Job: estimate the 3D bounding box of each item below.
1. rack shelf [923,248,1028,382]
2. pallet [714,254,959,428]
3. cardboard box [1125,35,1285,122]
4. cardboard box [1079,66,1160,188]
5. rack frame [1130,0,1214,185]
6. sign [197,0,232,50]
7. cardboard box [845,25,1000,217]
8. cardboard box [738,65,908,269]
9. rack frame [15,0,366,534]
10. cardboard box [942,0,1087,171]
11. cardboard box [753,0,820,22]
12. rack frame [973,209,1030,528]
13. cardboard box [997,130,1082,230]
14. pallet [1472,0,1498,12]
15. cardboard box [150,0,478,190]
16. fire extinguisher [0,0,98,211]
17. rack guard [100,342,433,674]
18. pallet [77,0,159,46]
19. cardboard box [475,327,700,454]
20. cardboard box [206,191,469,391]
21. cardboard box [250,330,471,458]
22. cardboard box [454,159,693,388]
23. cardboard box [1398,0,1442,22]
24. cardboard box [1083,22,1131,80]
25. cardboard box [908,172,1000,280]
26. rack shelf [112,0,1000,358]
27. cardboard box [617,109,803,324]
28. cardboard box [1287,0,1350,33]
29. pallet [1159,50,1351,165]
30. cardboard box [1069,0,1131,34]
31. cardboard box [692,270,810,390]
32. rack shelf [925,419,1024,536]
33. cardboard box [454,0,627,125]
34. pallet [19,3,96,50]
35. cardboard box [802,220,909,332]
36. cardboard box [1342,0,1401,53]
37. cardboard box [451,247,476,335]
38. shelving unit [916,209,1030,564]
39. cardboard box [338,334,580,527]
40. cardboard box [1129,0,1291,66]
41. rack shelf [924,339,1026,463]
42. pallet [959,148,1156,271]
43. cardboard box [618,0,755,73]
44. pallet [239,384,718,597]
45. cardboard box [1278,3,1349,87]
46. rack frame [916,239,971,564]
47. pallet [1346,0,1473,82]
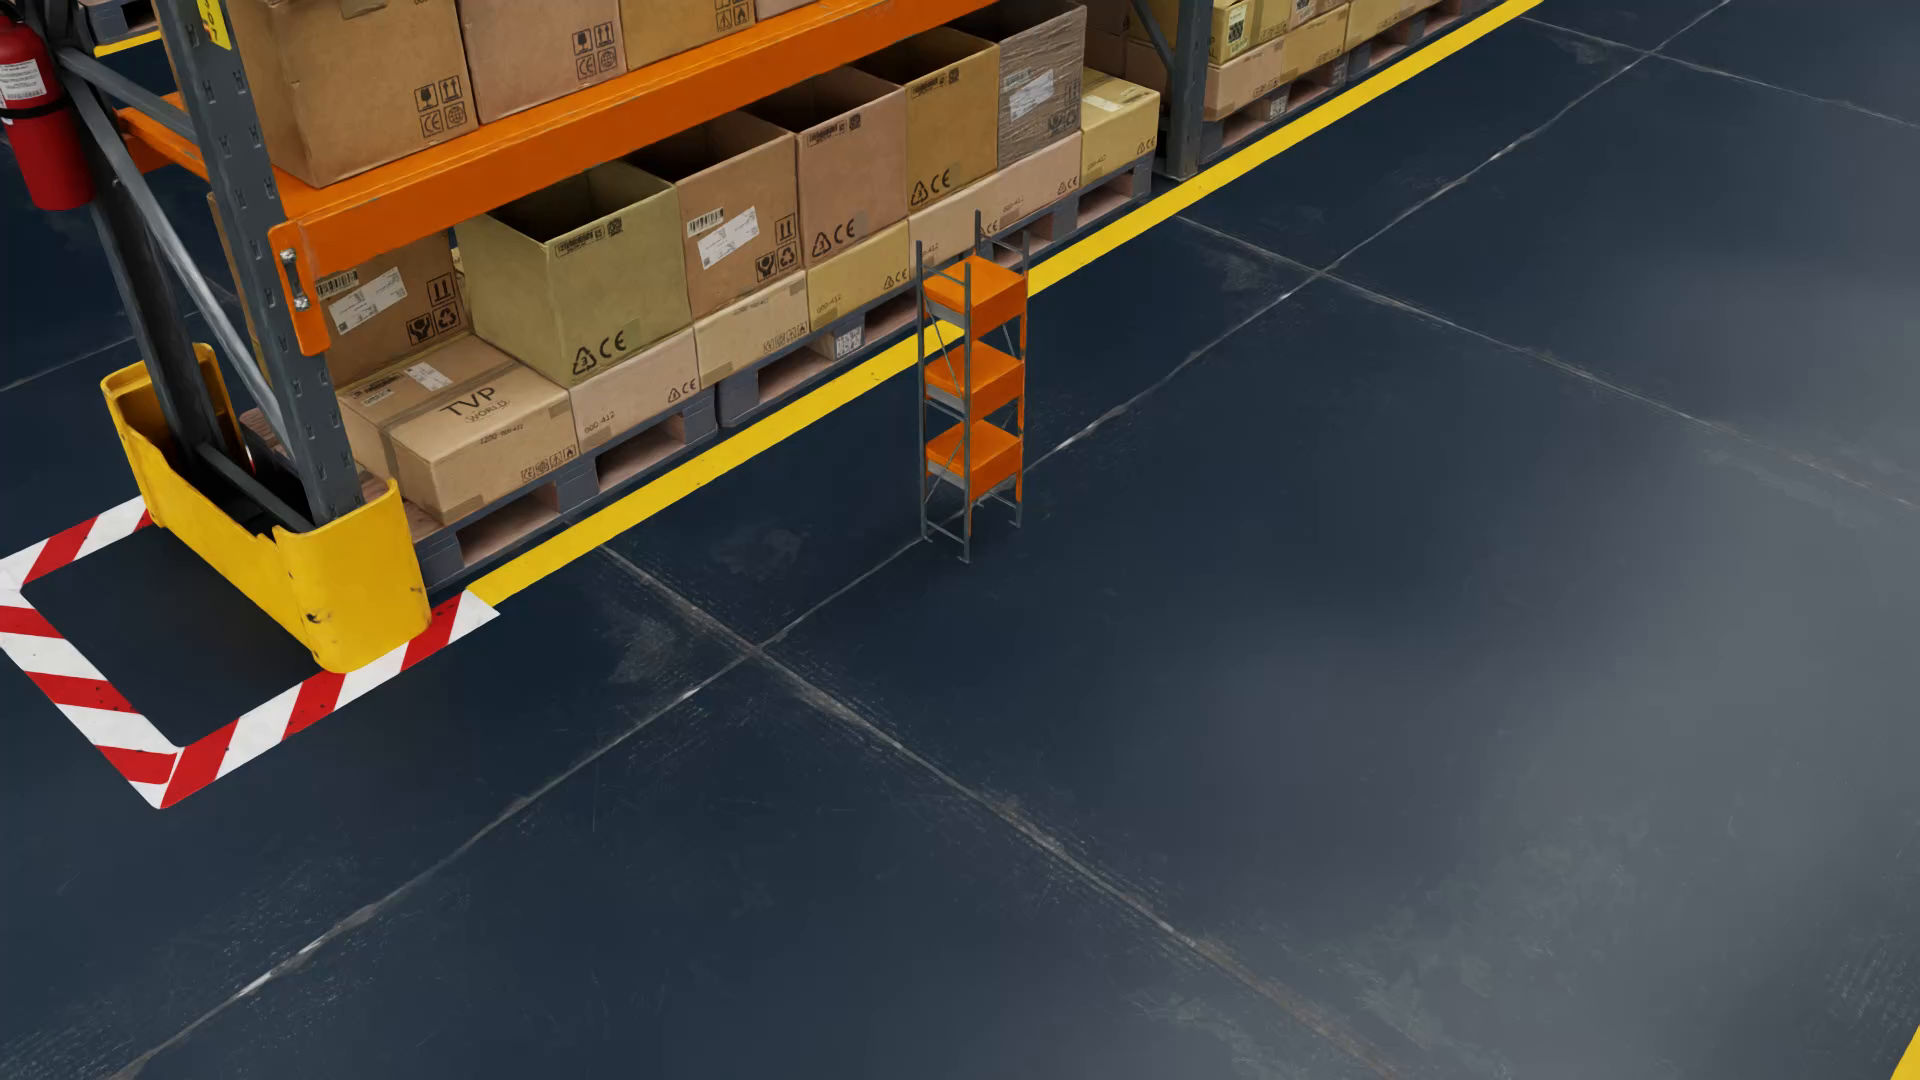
[{"bbox_3d":[0.036,-0.649,4.784,0.215,0.259,0.240,30,47,32],"label":"rack shelf"},{"bbox_3d":[-0.765,-0.944,6.268,1.003,0.211,1.213,30,47,32],"label":"pallet"},{"bbox_3d":[1.081,-2.116,7.373,0.500,0.250,0.500,28,47,31],"label":"cardboard box"},{"bbox_3d":[0.474,-1.730,6.887,0.500,0.250,0.500,30,47,32],"label":"cardboard box"},{"bbox_3d":[0.626,-2.947,6.546,1.000,3.000,0.127,30,47,32],"label":"rack frame"},{"bbox_3d":[-1.667,-1.243,3.644,0.100,0.325,0.005,30,47,32],"label":"sign"},{"bbox_3d":[-0.206,-1.567,6.080,0.500,0.500,0.500,30,47,32],"label":"cardboard box"},{"bbox_3d":[-0.533,-1.332,5.784,0.500,0.500,0.500,30,47,32],"label":"cardboard box"},{"bbox_3d":[-2.073,-1.109,4.235,1.000,3.000,0.127,30,47,32],"label":"rack frame"},{"bbox_3d":[0.128,-1.799,6.371,0.500,0.500,0.500,30,47,32],"label":"cardboard box"},{"bbox_3d":[-0.706,-2.070,5.362,0.700,0.500,0.500,31,48,33],"label":"cardboard box"},{"bbox_3d":[0.118,-0.492,5.025,0.200,1.050,0.008,30,47,32],"label":"rack frame"},{"bbox_3d":[0.130,-1.504,6.604,0.500,0.250,0.500,30,47,32],"label":"cardboard box"},{"bbox_3d":[2.740,-3.331,9.269,1.003,0.211,1.213,30,47,32],"label":"pallet"},{"bbox_3d":[-1.748,-1.357,4.466,0.700,0.500,0.500,30,47,32],"label":"cardboard box"},{"bbox_3d":[-2.496,-1.219,4.436,0.296,0.674,0.183,30,47,32],"label":"fire extinguisher"},{"bbox_3d":[-2.089,-0.120,4.999,1.175,0.500,0.348,30,47,32],"label":"rack guard"},{"bbox_3d":[-4.283,-3.047,8.912,1.003,0.211,1.213,30,47,32],"label":"pallet"},{"bbox_3d":[-1.212,-0.581,5.443,0.500,0.250,0.500,30,47,32],"label":"cardboard box"},{"bbox_3d":[-1.931,-0.862,5.193,0.500,0.500,0.500,30,47,32],"label":"cardboard box"},{"bbox_3d":[-1.929,-0.568,5.426,0.500,0.250,0.500,30,47,32],"label":"cardboard box"},{"bbox_3d":[-1.211,-0.874,5.209,0.500,0.500,0.500,30,47,32],"label":"cardboard box"},{"bbox_3d":[2.118,-2.823,8.262,0.500,0.250,0.500,31,48,33],"label":"cardboard box"},{"bbox_3d":[0.691,-2.347,7.663,0.500,0.250,0.500,29,47,31],"label":"cardboard box"},{"bbox_3d":[-0.197,-1.269,6.307,0.500,0.250,0.500,30,47,32],"label":"cardboard box"},{"bbox_3d":[-0.724,-1.746,5.614,1.077,0.370,4.000,30,47,32],"label":"rack shelf"},{"bbox_3d":[-0.883,-1.109,5.504,0.500,0.500,0.500,30,47,32],"label":"cardboard box"},{"bbox_3d":[1.430,-2.567,7.490,0.500,0.311,0.500,29,47,31],"label":"cardboard box"},{"bbox_3d":[1.094,-2.210,7.860,1.003,0.211,1.213,30,47,32],"label":"pallet"},{"bbox_3d":[0.687,-2.561,7.482,0.500,0.311,0.500,30,47,32],"label":"cardboard box"},{"bbox_3d":[-0.875,-0.811,5.732,0.500,0.250,0.500,30,47,32],"label":"cardboard box"},{"bbox_3d":[0.036,-0.210,5.134,0.215,0.259,0.240,30,47,32],"label":"rack shelf"},{"bbox_3d":[-1.398,-1.601,4.772,0.700,0.500,0.500,31,48,33],"label":"cardboard box"},{"bbox_3d":[-5.107,-2.489,8.211,1.003,0.211,1.213,30,47,32],"label":"pallet"},{"bbox_3d":[-0.534,-1.039,6.018,0.500,0.250,0.500,30,47,32],"label":"cardboard box"},{"bbox_3d":[1.774,-2.589,7.968,0.500,0.250,0.500,28,46,31],"label":"cardboard box"},{"bbox_3d":[-1.601,-0.802,5.721,0.500,0.250,0.500,30,47,32],"label":"cardboard box"},{"bbox_3d":[0.036,-0.435,4.954,0.215,1.050,0.252,30,47,32],"label":"shelving unit"},{"bbox_3d":[-1.547,-0.350,5.152,0.500,0.250,0.500,30,47,32],"label":"cardboard box"},{"bbox_3d":[1.088,-2.340,7.203,0.500,0.311,0.500,30,47,32],"label":"cardboard box"},{"bbox_3d":[0.036,-0.427,4.961,0.215,0.259,0.240,30,47,32],"label":"rack shelf"},{"bbox_3d":[0.058,-1.508,6.976,1.003,0.211,1.213,30,47,32],"label":"pallet"},{"bbox_3d":[-1.059,-1.826,5.056,0.700,0.500,0.500,30,47,32],"label":"cardboard box"},{"bbox_3d":[-1.588,-0.387,5.566,1.003,0.211,1.213,30,47,32],"label":"pallet"},{"bbox_3d":[1.427,-2.350,7.668,0.500,0.250,0.500,31,48,33],"label":"cardboard box"},{"bbox_3d":[-0.046,-0.379,4.884,0.200,1.050,0.008,30,47,32],"label":"rack frame"},{"bbox_3d":[1.917,-2.773,8.568,1.003,0.211,1.213,30,47,32],"label":"pallet"}]
